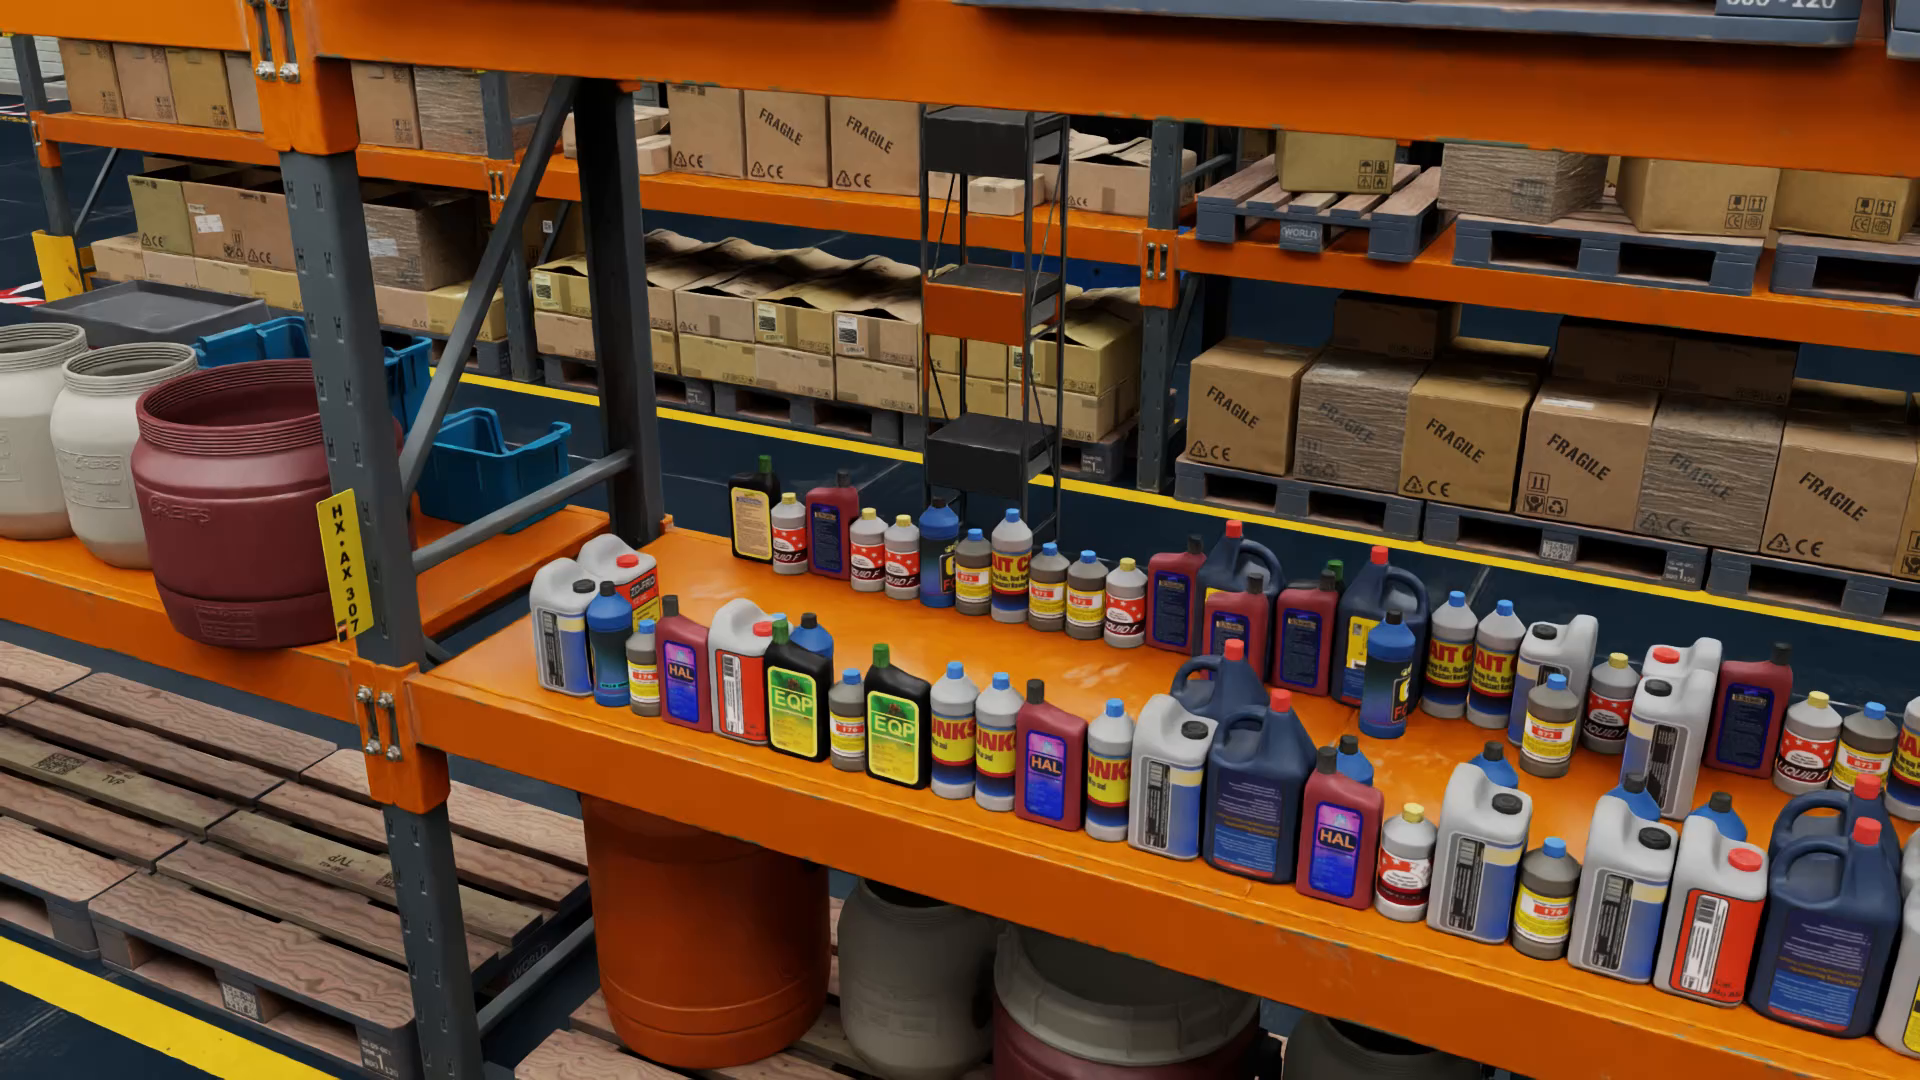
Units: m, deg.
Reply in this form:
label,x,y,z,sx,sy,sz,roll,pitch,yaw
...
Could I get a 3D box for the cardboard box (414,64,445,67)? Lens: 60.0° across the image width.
label,x,y,z,sx,sy,sz,roll,pitch,yaw
cardboard box,-2.969,-2.859,9.684,0.250,0.149,0.380,11,25,23

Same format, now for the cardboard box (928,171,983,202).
label,x,y,z,sx,sy,sz,roll,pitch,yaw
cardboard box,-0.004,-1.881,8.661,0.250,0.149,0.380,13,26,28

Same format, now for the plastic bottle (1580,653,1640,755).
label,x,y,z,sx,sy,sz,roll,pitch,yaw
plastic bottle,1.333,0.328,3.400,0.097,0.201,0.097,0,23,0

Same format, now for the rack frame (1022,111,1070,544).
label,x,y,z,sx,sy,sz,roll,pitch,yaw
rack frame,0.365,-0.894,7.169,0.015,2.100,0.400,11,25,25

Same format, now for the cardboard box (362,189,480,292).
label,x,y,z,sx,sy,sz,roll,pitch,yaw
cardboard box,-3.363,-1.868,10.329,0.500,0.500,0.500,11,25,25

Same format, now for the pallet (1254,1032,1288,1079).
label,x,y,z,sx,sy,sz,roll,pitch,yaw
pallet,0.729,1.562,3.807,1.213,0.211,1.003,11,25,25

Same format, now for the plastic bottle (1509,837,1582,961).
label,x,y,z,sx,sy,sz,roll,pitch,yaw
plastic bottle,0.982,0.591,2.781,0.097,0.201,0.097,0,23,0

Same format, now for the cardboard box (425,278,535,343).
label,x,y,z,sx,sy,sz,roll,pitch,yaw
cardboard box,-2.922,-1.431,10.258,0.500,0.250,0.500,11,25,25

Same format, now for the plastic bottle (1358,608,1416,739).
label,x,y,z,sx,sy,sz,roll,pitch,yaw
plastic bottle,0.887,0.271,3.445,0.097,0.271,0.097,0,23,0

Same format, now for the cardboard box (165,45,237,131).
label,x,y,z,sx,sy,sz,roll,pitch,yaw
cardboard box,-4.657,-2.982,10.801,0.500,0.500,0.700,11,26,25

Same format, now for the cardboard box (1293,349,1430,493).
label,x,y,z,sx,sy,sz,roll,pitch,yaw
cardboard box,1.907,-0.572,7.895,0.500,0.500,0.500,10,25,23

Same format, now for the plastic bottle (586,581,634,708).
label,x,y,z,sx,sy,sz,roll,pitch,yaw
plastic bottle,-0.747,0.217,3.572,0.097,0.271,0.097,0,23,0

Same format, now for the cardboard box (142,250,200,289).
label,x,y,z,sx,sy,sz,roll,pitch,yaw
cardboard box,-5.154,-1.872,11.296,0.500,0.250,0.500,11,25,25

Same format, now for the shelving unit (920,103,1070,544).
label,x,y,z,sx,sy,sz,roll,pitch,yaw
shelving unit,0.148,-0.937,7.270,0.503,2.100,0.431,11,25,25

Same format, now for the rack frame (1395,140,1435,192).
label,x,y,z,sx,sy,sz,roll,pitch,yaw
rack frame,3.391,-3.522,12.198,0.127,3.000,1.000,11,25,25

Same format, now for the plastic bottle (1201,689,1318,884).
label,x,y,z,sx,sy,sz,roll,pitch,yaw
plastic bottle,0.540,0.425,2.981,0.185,0.351,0.144,11,25,25

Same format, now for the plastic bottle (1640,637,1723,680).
label,x,y,z,sx,sy,sz,roll,pitch,yaw
plastic bottle,1.424,0.323,3.315,0.135,0.276,0.152,11,25,25

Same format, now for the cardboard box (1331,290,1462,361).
label,x,y,z,sx,sy,sz,roll,pitch,yaw
cardboard box,2.152,-1.097,8.169,0.500,0.250,0.500,12,26,27

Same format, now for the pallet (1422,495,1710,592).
label,x,y,z,sx,sy,sz,roll,pitch,yaw
pallet,2.894,-0.147,7.825,1.213,0.211,1.003,11,25,25

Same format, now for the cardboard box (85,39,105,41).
label,x,y,z,sx,sy,sz,roll,pitch,yaw
cardboard box,-5.490,-3.358,10.856,0.250,0.149,0.380,10,25,23

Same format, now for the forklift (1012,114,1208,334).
label,x,y,z,sx,sy,sz,roll,pitch,yaw
forklift,1.177,-3.149,11.408,1.130,2.935,3.031,6,24,13

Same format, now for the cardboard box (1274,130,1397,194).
label,x,y,z,sx,sy,sz,roll,pitch,yaw
cardboard box,1.773,-1.958,7.858,0.500,0.500,0.700,3,23,7

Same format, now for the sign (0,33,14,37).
label,x,y,z,sx,sy,sz,roll,pitch,yaw
sign,-6.235,-3.446,10.812,0.005,0.325,0.100,11,25,25

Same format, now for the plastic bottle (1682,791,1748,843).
label,x,y,z,sx,sy,sz,roll,pitch,yaw
plastic bottle,1.257,0.547,2.796,0.097,0.271,0.097,0,23,0

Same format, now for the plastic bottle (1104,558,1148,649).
label,x,y,z,sx,sy,sz,roll,pitch,yaw
plastic bottle,0.384,0.140,3.842,0.097,0.201,0.097,0,23,0

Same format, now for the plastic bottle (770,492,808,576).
label,x,y,z,sx,sy,sz,roll,pitch,yaw
plastic bottle,-0.430,-0.021,4.220,0.097,0.201,0.097,0,23,0

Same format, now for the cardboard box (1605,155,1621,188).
label,x,y,z,sx,sy,sz,roll,pitch,yaw
cardboard box,4.767,-2.393,11.755,0.750,0.750,0.750,11,25,24

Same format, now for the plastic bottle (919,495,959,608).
label,x,y,z,sx,sy,sz,roll,pitch,yaw
plastic bottle,-0.051,0.022,4.030,0.097,0.271,0.097,0,23,0

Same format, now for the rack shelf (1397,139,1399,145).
label,x,y,z,sx,sy,sz,roll,pitch,yaw
rack shelf,1.607,-3.544,13.169,4.000,0.370,1.077,11,25,25

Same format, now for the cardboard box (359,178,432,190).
label,x,y,z,sx,sy,sz,roll,pitch,yaw
cardboard box,-3.575,-2.138,10.963,0.500,0.500,0.500,11,25,25

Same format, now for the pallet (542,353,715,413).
label,x,y,z,sx,sy,sz,roll,pitch,yaw
pallet,-1.735,-1.098,10.061,1.213,0.211,1.003,11,25,25

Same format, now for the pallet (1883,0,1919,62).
label,x,y,z,sx,sy,sz,roll,pitch,yaw
pallet,1.747,-0.753,2.096,1.003,0.211,1.213,11,25,25

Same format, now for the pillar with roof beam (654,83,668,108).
label,x,y,z,sx,sy,sz,roll,pitch,yaw
pillar with roof beam,-4.675,-6.370,11.230,0.400,9.000,9.100,11,25,25

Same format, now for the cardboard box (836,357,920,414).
label,x,y,z,sx,sy,sz,roll,pitch,yaw
cardboard box,-0.329,-0.906,9.025,0.500,0.250,0.500,12,26,26

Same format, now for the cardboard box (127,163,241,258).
label,x,y,z,sx,sy,sz,roll,pitch,yaw
cardboard box,-5.154,-2.217,11.148,0.500,0.500,0.500,11,25,25

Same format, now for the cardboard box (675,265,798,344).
label,x,y,z,sx,sy,sz,roll,pitch,yaw
cardboard box,-1.247,-1.342,9.333,0.500,0.311,0.500,10,25,23

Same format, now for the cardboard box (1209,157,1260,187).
label,x,y,z,sx,sy,sz,roll,pitch,yaw
cardboard box,2.318,-2.814,13.167,0.500,0.500,0.700,11,25,24

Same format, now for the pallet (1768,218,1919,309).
label,x,y,z,sx,sy,sz,roll,pitch,yaw
pallet,4.066,-1.176,6.927,1.213,0.211,1.003,11,25,25

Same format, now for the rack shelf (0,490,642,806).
label,x,y,z,sx,sy,sz,roll,pitch,yaw
rack shelf,-2.863,-0.084,5.033,4.000,0.370,1.077,11,25,25

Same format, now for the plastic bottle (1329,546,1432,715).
label,x,y,z,sx,sy,sz,roll,pitch,yaw
plastic bottle,0.902,0.184,3.547,0.185,0.351,0.144,11,25,25

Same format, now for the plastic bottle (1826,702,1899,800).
label,x,y,z,sx,sy,sz,roll,pitch,yaw
plastic bottle,1.745,0.409,3.208,0.097,0.201,0.097,0,23,0

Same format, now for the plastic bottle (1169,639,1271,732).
label,x,y,z,sx,sy,sz,roll,pitch,yaw
plastic bottle,0.489,0.348,3.162,0.185,0.351,0.144,11,25,25

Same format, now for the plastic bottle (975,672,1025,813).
label,x,y,z,sx,sy,sz,roll,pitch,yaw
plastic bottle,0.078,0.380,3.188,0.097,0.271,0.097,0,23,0

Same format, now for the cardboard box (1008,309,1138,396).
label,x,y,z,sx,sy,sz,roll,pitch,yaw
cardboard box,0.581,-0.983,8.490,0.500,0.311,0.500,12,26,26

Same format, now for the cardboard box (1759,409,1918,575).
label,x,y,z,sx,sy,sz,roll,pitch,yaw
cardboard box,3.722,-0.214,7.052,0.500,0.500,0.500,11,26,25

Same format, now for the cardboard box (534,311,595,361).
label,x,y,z,sx,sy,sz,roll,pitch,yaw
cardboard box,-2.162,-1.267,9.874,0.500,0.250,0.500,11,25,23

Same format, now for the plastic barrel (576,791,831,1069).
label,x,y,z,sx,sy,sz,roll,pitch,yaw
plastic barrel,-0.634,0.824,4.215,0.708,0.830,0.600,11,25,25

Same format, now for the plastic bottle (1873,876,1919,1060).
label,x,y,z,sx,sy,sz,roll,pitch,yaw
plastic bottle,1.523,0.619,2.524,0.185,0.351,0.144,11,25,25

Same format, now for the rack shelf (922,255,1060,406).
label,x,y,z,sx,sy,sz,roll,pitch,yaw
rack shelf,0.148,-0.924,7.276,0.480,0.518,0.431,11,25,25

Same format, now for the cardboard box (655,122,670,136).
label,x,y,z,sx,sy,sz,roll,pitch,yaw
cardboard box,-1.542,-2.344,9.601,0.258,0.266,0.396,11,25,23

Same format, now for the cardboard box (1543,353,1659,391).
label,x,y,z,sx,sy,sz,roll,pitch,yaw
cardboard box,3.033,-0.578,7.908,0.500,0.500,0.500,10,25,23

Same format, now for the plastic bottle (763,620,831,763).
label,x,y,z,sx,sy,sz,roll,pitch,yaw
plastic bottle,-0.326,0.303,3.355,0.133,0.283,0.061,11,25,25

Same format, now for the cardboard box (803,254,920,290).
label,x,y,z,sx,sy,sz,roll,pitch,yaw
cardboard box,-0.561,-1.443,9.571,0.500,0.311,0.500,11,25,24

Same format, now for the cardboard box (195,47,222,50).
label,x,y,z,sx,sy,sz,roll,pitch,yaw
cardboard box,-4.576,-3.177,10.431,0.250,0.149,0.380,11,25,24

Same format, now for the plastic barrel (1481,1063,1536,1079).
label,x,y,z,sx,sy,sz,roll,pitch,yaw
plastic barrel,1.381,1.190,3.264,0.708,0.901,0.600,11,25,25
